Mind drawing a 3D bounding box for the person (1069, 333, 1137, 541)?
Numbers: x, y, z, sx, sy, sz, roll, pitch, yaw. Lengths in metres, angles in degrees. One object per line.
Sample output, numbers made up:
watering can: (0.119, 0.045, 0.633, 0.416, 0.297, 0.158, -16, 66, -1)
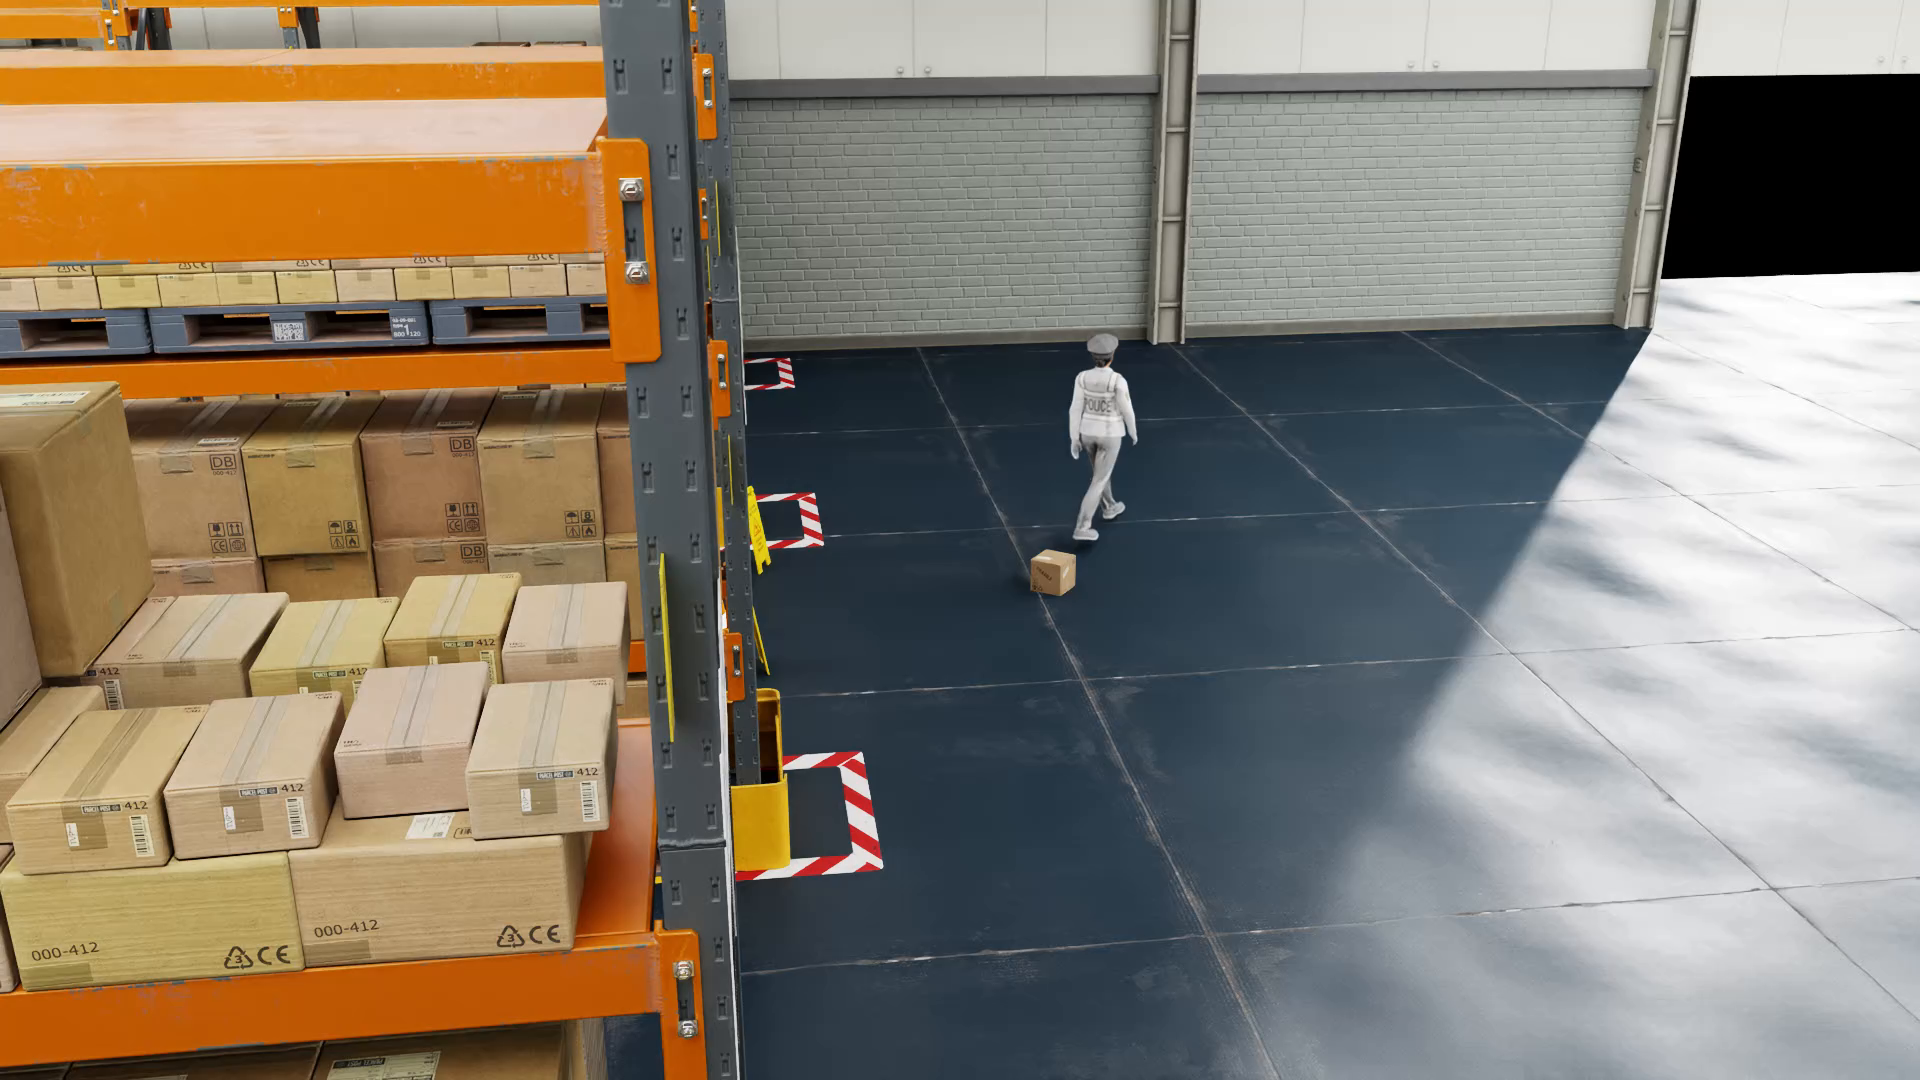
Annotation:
person: (1.161, -0.855, 13.343, 0.493, 1.628, 1.025, 13, 24, 31)
